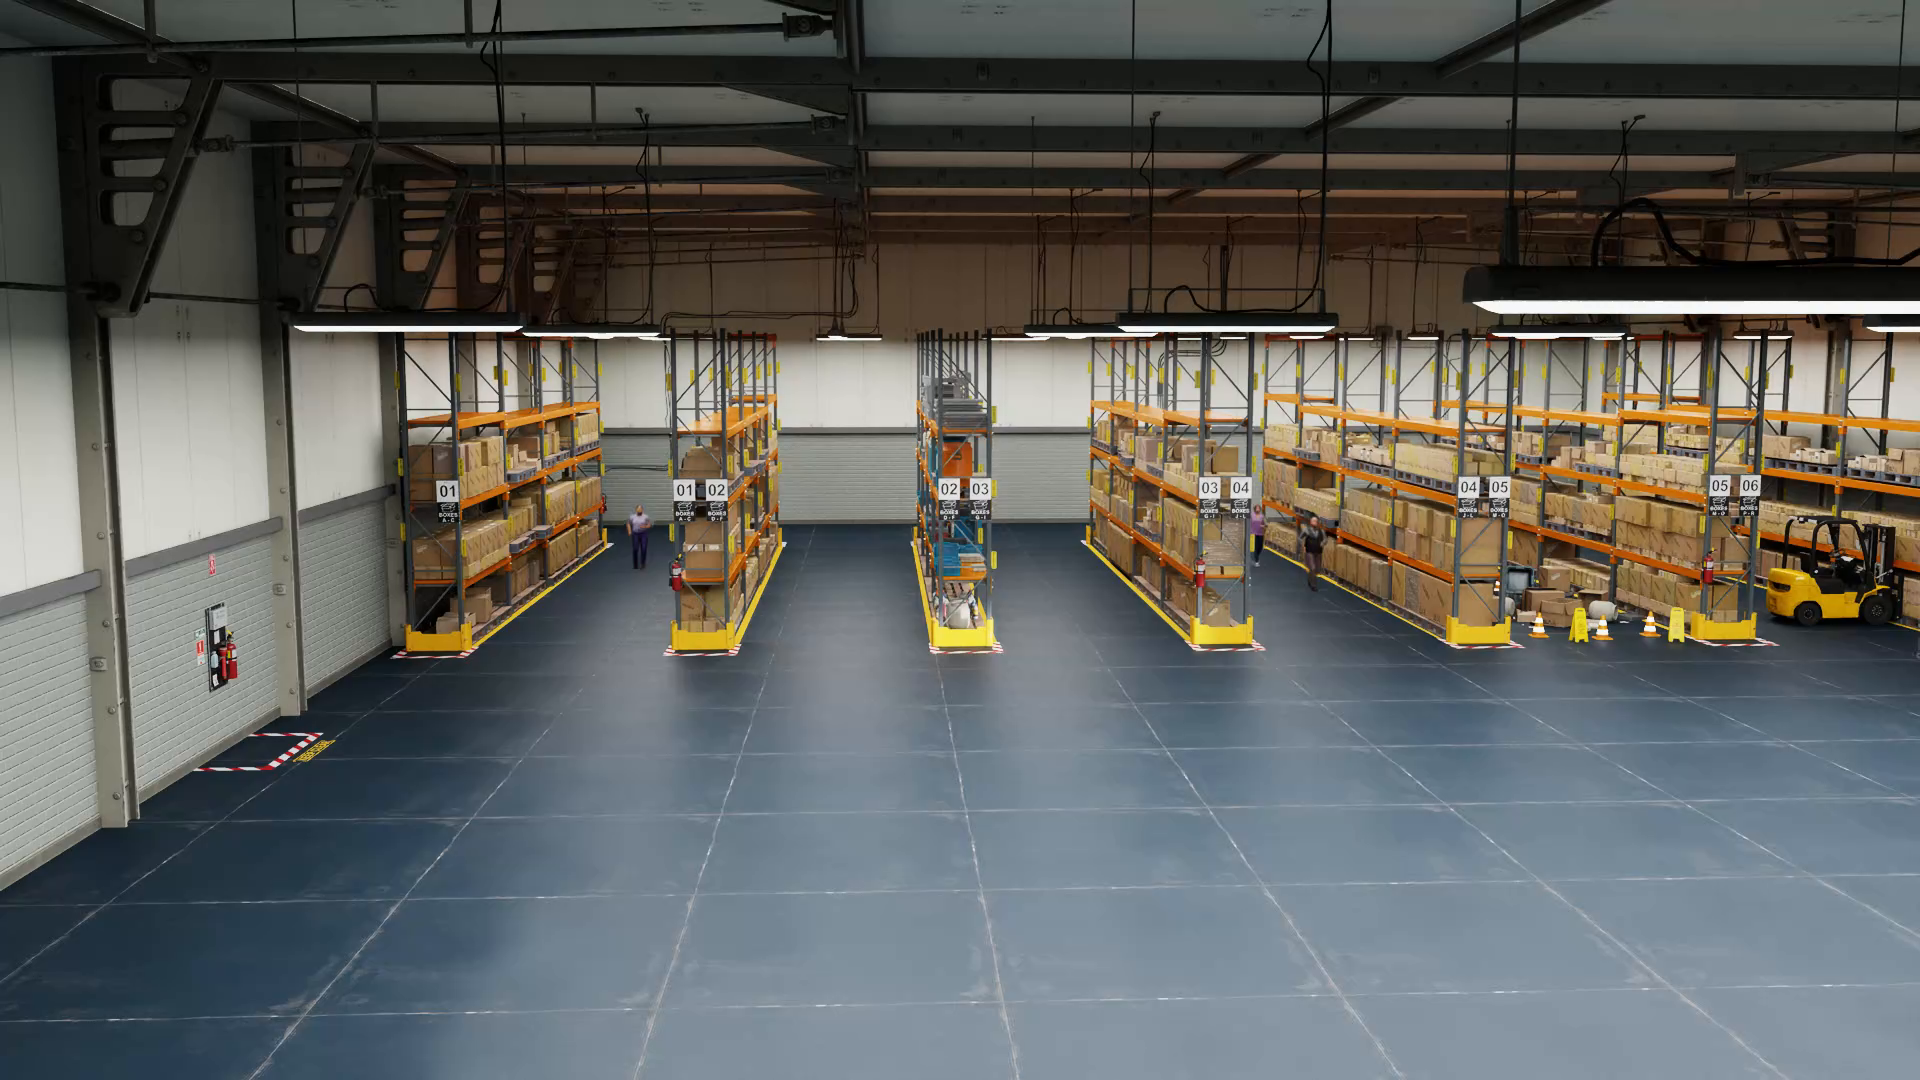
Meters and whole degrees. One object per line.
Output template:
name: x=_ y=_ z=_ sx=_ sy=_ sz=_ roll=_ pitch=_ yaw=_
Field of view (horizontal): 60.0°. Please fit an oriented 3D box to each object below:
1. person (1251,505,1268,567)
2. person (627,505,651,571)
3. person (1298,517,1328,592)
person: x=7.668 y=-0.123 z=42.968 sx=0.546 sy=1.550 sz=0.857 roll=0 pitch=7 yaw=0
person: x=-8.122 y=-0.037 z=42.153 sx=0.574 sy=1.675 sz=0.713 roll=-2 pitch=7 yaw=-15
person: x=8.212 y=0.299 z=38.647 sx=0.671 sy=1.665 sz=0.802 roll=-1 pitch=7 yaw=-10
